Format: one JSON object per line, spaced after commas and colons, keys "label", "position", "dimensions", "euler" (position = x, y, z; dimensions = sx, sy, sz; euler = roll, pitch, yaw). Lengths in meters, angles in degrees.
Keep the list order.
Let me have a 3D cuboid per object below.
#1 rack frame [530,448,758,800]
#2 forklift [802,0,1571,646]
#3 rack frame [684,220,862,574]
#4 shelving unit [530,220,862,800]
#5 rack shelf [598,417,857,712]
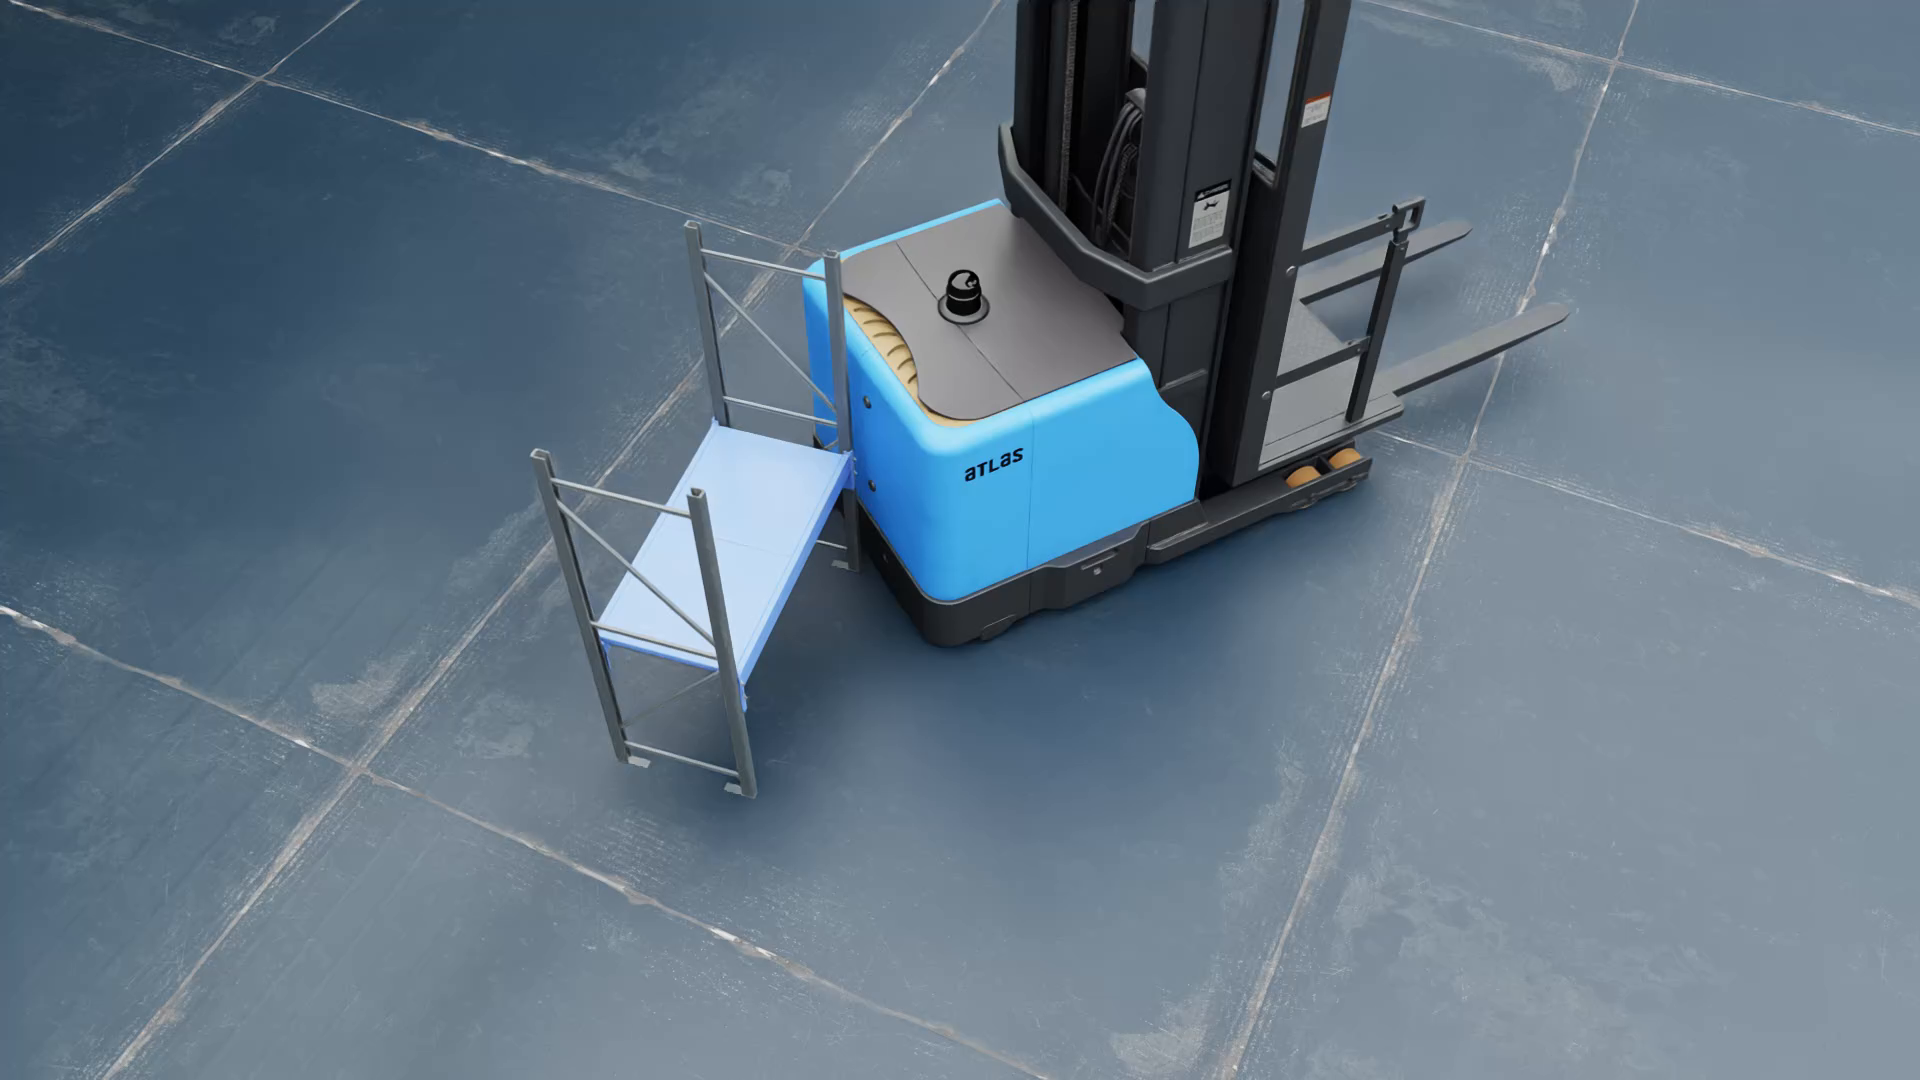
{"label": "rack frame", "position": [-0.915, 0.307, 5.004], "dimensions": [0.500, 1.500, 0.032], "euler": [14, 51, 11]}
{"label": "forklift", "position": [0.992, -1.402, 5.519], "dimensions": [3.031, 2.935, 1.130], "euler": [-23, 53, -18]}
{"label": "rack frame", "position": [-0.605, -0.430, 5.631], "dimensions": [0.500, 1.500, 0.032], "euler": [14, 51, 11]}
{"label": "shelving unit", "position": [-0.760, -0.062, 5.318], "dimensions": [0.538, 1.500, 1.048], "euler": [14, 51, 11]}
{"label": "rack shelf", "position": [-0.760, 0.055, 5.455], "dimensions": [0.538, 0.185, 1.000], "euler": [14, 51, 11]}
